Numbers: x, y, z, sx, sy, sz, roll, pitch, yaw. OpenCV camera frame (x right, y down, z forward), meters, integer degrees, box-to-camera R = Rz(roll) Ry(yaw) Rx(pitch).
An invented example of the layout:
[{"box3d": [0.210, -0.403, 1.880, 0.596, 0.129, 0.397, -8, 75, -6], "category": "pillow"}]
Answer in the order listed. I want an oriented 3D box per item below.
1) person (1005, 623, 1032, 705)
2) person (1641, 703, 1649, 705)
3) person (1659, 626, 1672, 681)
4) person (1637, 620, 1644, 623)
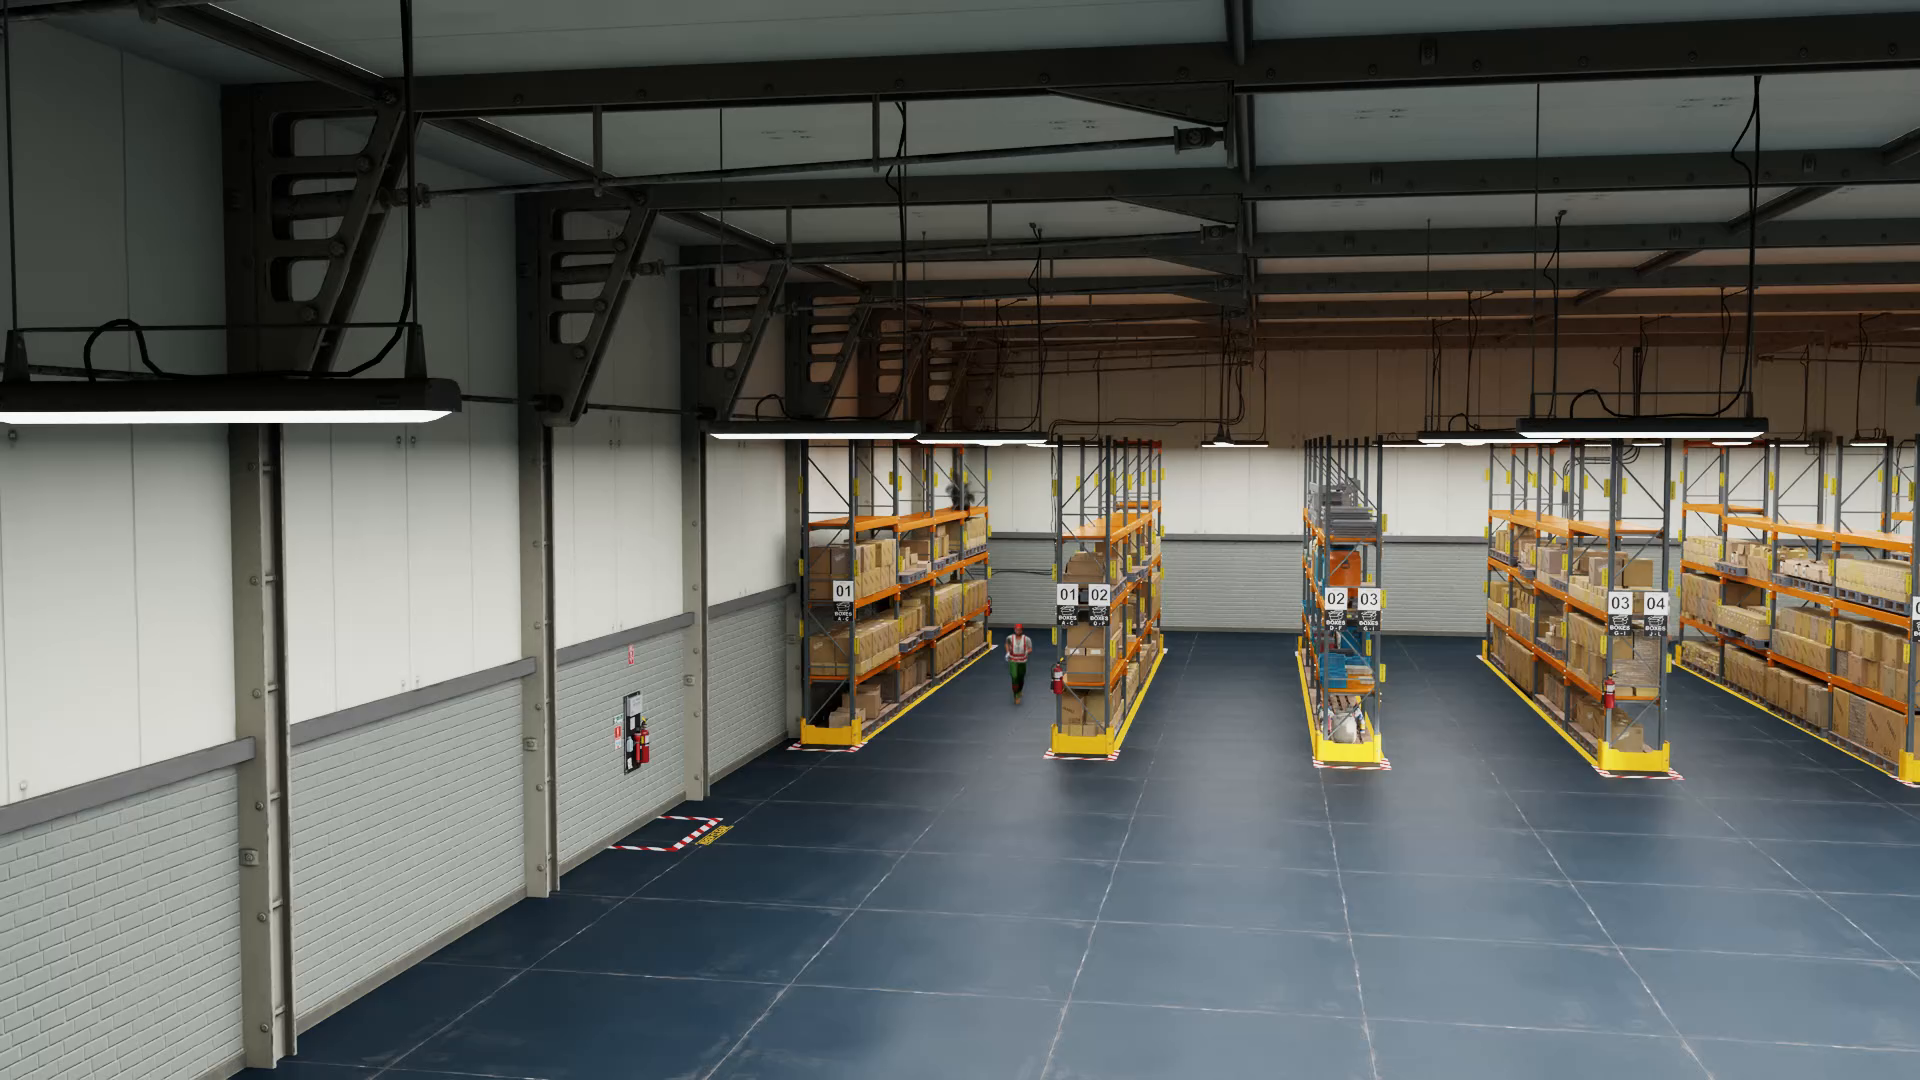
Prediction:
[{"box3d": [1.333, 2.781, 37.818, 0.597, 1.805, 0.961, 0, 3, -2], "category": "person"}, {"box3d": [15.358, 2.837, 37.161, 0.675, 1.739, 0.576, 0, 3, 4], "category": "person"}, {"box3d": [17.355, 2.679, 41.281, 0.614, 1.634, 0.537, 1, 3, 15], "category": "person"}, {"box3d": [18.234, 2.441, 45.169, 0.789, 1.708, 0.701, -2, 4, -30], "category": "person"}]
